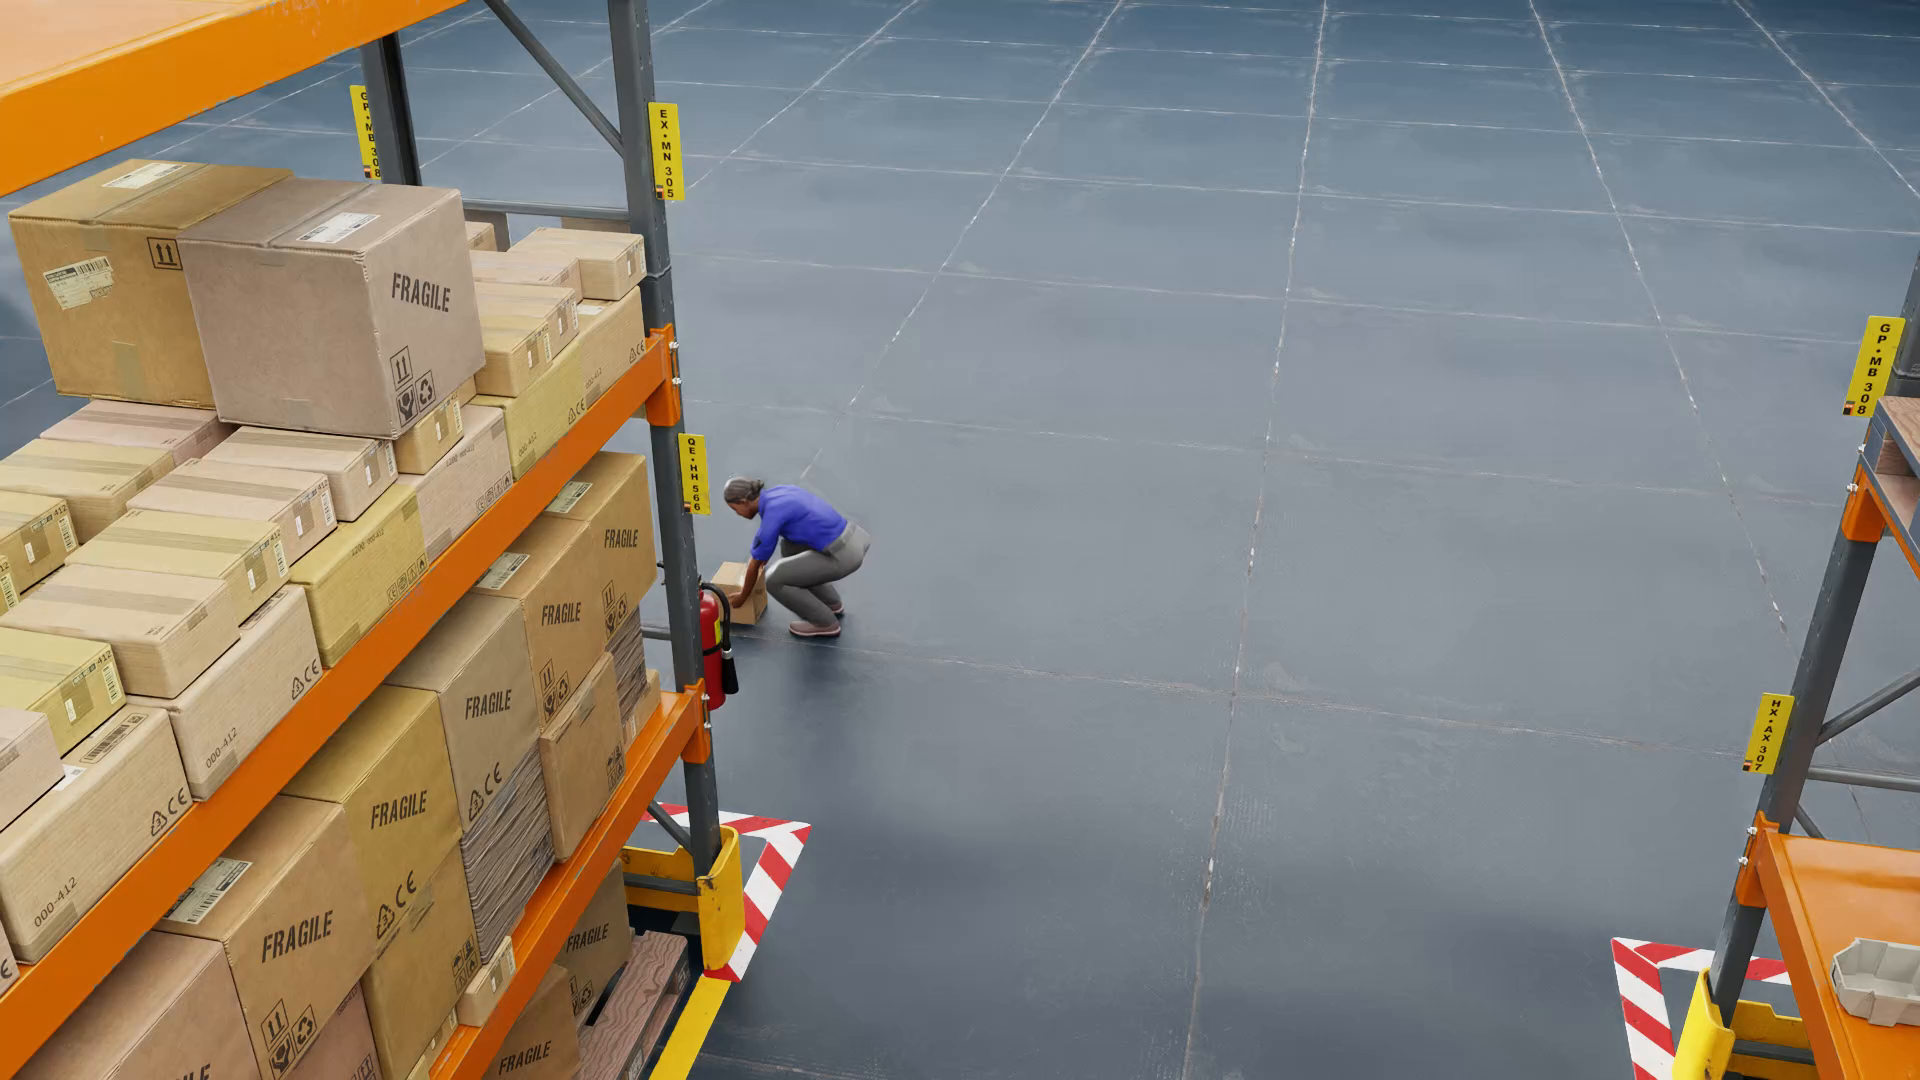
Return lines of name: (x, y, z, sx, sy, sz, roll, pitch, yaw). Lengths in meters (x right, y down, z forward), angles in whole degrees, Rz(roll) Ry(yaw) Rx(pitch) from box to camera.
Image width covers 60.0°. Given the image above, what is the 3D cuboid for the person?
person: (-0.911, 0.070, 9.272, 0.805, 0.908, 0.475, 6, 30, 10)
